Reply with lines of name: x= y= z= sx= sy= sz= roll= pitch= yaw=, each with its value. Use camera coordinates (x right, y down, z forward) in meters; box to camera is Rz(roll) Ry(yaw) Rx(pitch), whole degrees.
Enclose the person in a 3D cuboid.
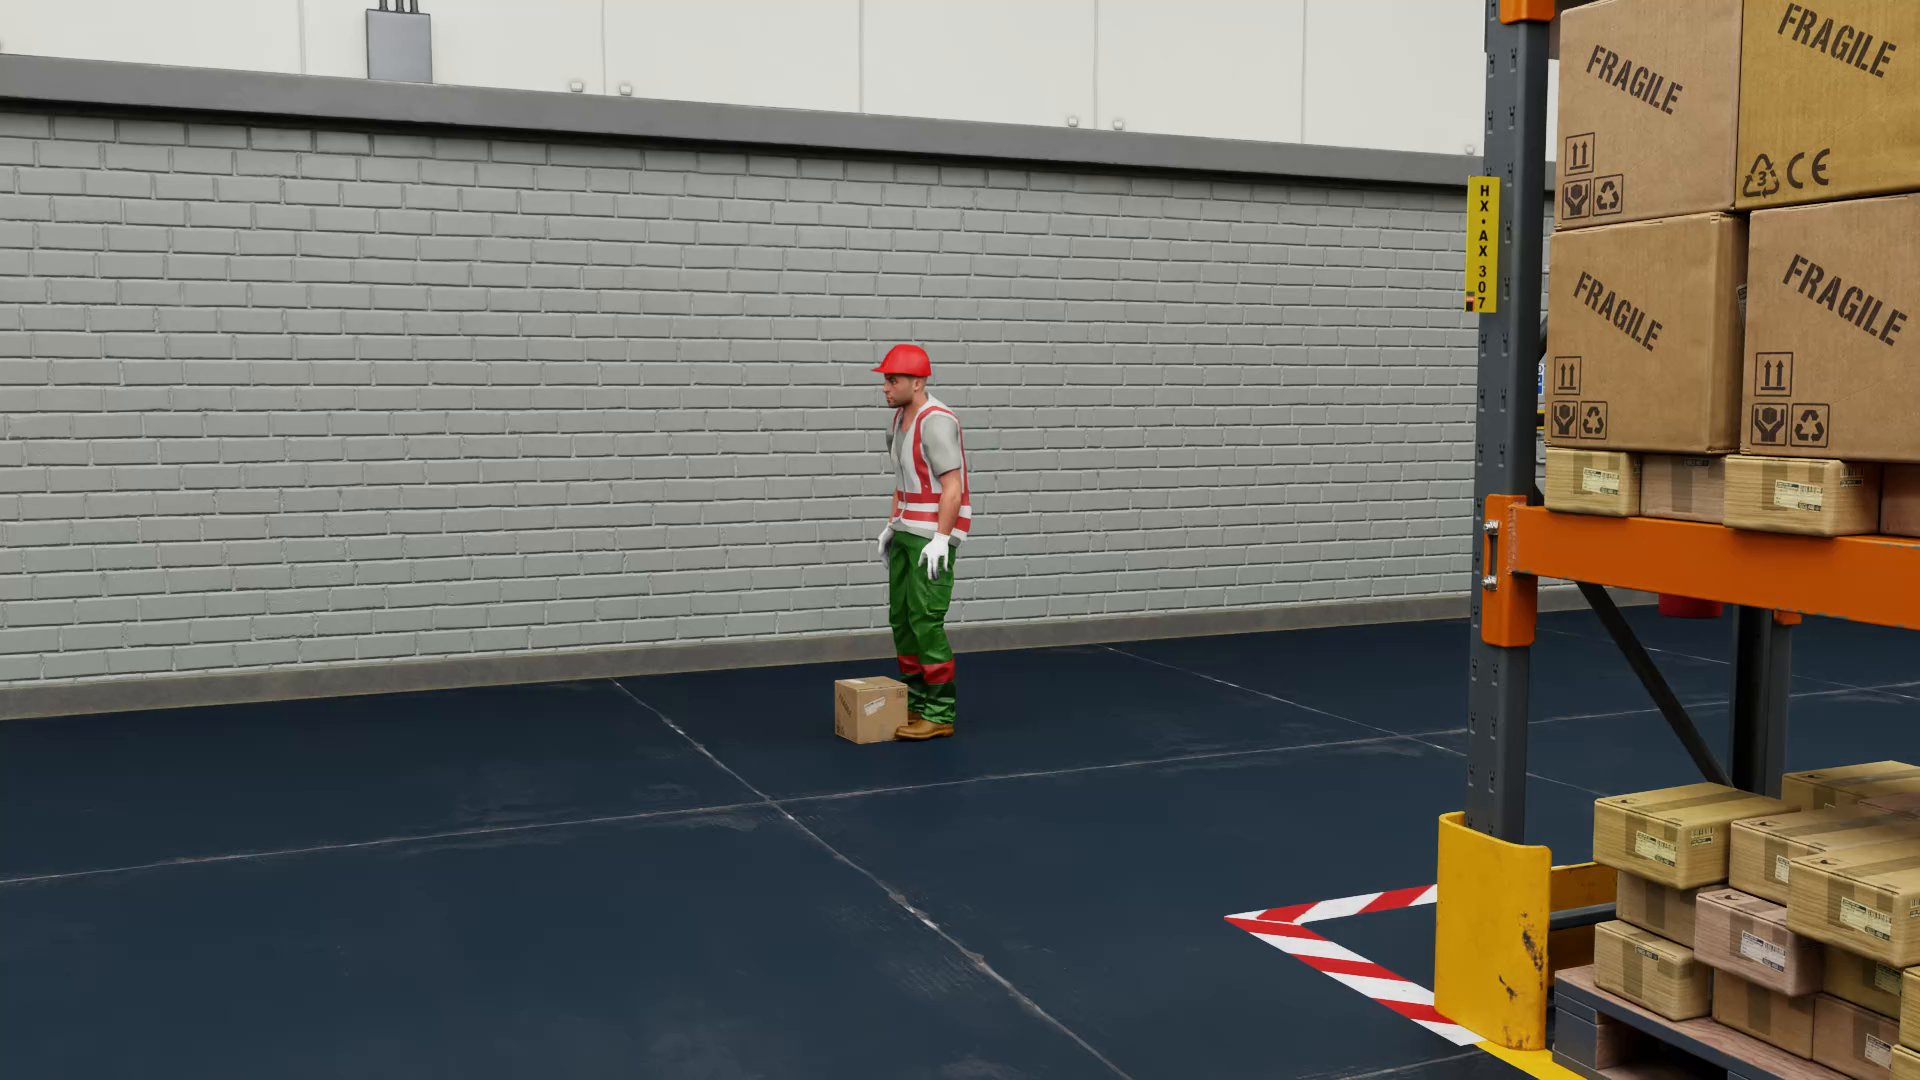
person: x=-0.196 y=0.004 z=7.575 sx=0.454 sy=1.779 sz=0.620 roll=-2 pitch=6 yaw=-25
